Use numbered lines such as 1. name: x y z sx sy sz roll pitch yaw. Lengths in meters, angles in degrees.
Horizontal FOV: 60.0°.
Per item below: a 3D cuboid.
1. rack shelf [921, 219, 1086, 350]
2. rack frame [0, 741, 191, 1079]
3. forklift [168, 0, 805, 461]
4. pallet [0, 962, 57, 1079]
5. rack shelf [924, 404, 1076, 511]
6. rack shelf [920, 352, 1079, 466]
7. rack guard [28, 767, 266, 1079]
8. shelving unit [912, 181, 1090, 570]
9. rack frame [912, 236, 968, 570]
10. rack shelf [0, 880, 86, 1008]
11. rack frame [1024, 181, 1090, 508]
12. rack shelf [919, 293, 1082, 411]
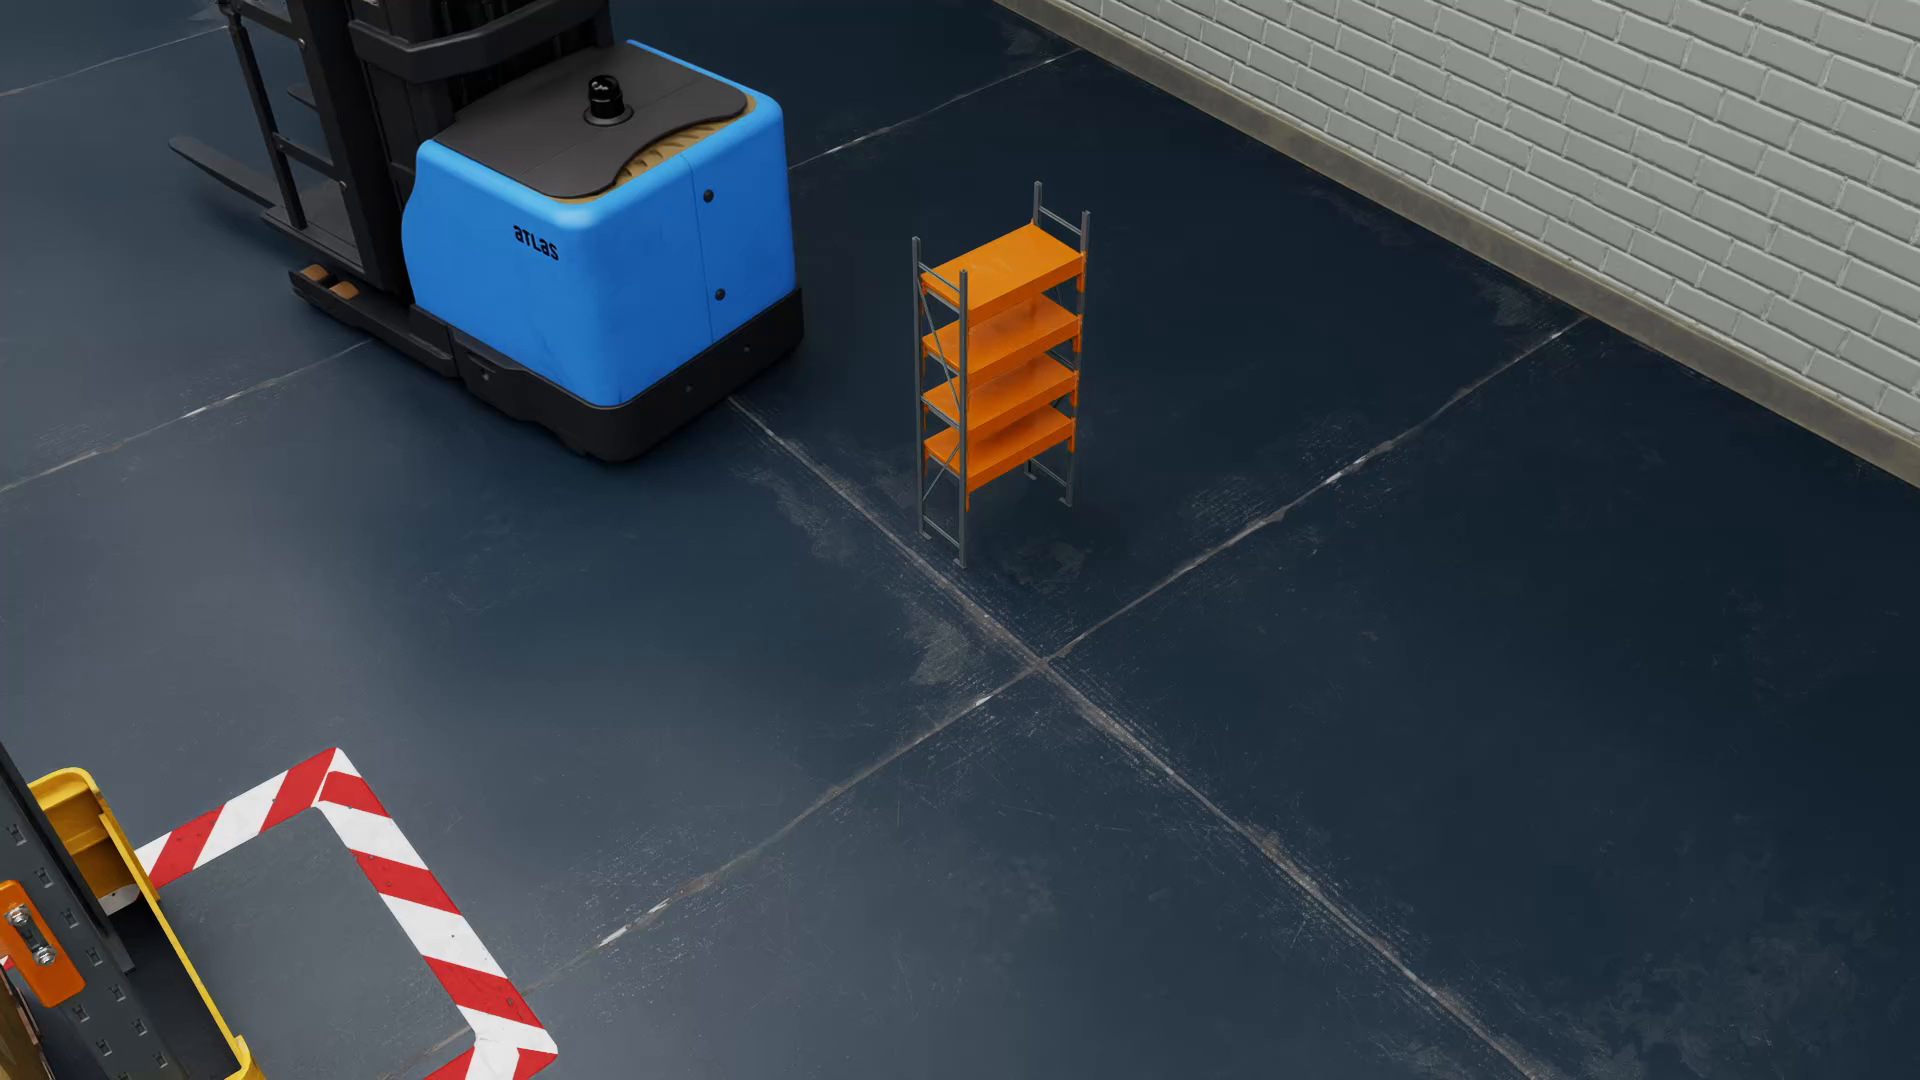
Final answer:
1. rack shelf: 0.127 -0.796 5.148 0.480 0.148 0.258 -30 51 -28
2. rack frame: -2.104 0.245 3.298 0.127 3.000 1.000 -30 51 -28
3. forklift: -2.078 -2.191 5.942 3.031 2.935 1.130 28 50 27
4. pallet: -2.667 1.654 3.835 1.213 0.211 1.003 -30 51 -28
5. rack shelf: 0.127 -0.316 5.599 0.480 0.148 0.258 -30 51 -28
6. rack shelf: 0.127 -0.461 5.463 0.480 0.148 0.258 -30 51 -28
7. rack guard: -2.085 1.145 4.165 0.348 0.500 1.175 -30 51 -28
8. shelving unit: 0.127 -0.510 5.417 0.503 1.200 0.258 -30 51 -28
9. rack frame: -0.060 -0.403 5.303 0.015 1.200 0.240 -30 51 -28
10. rack shelf: -3.638 1.385 2.609 4.000 0.370 1.077 -30 51 -28
11. rack frame: 0.314 -0.617 5.531 0.015 1.200 0.240 -30 51 -28
12. rack shelf: 0.127 -0.624 5.310 0.480 0.148 0.258 -30 51 -28
